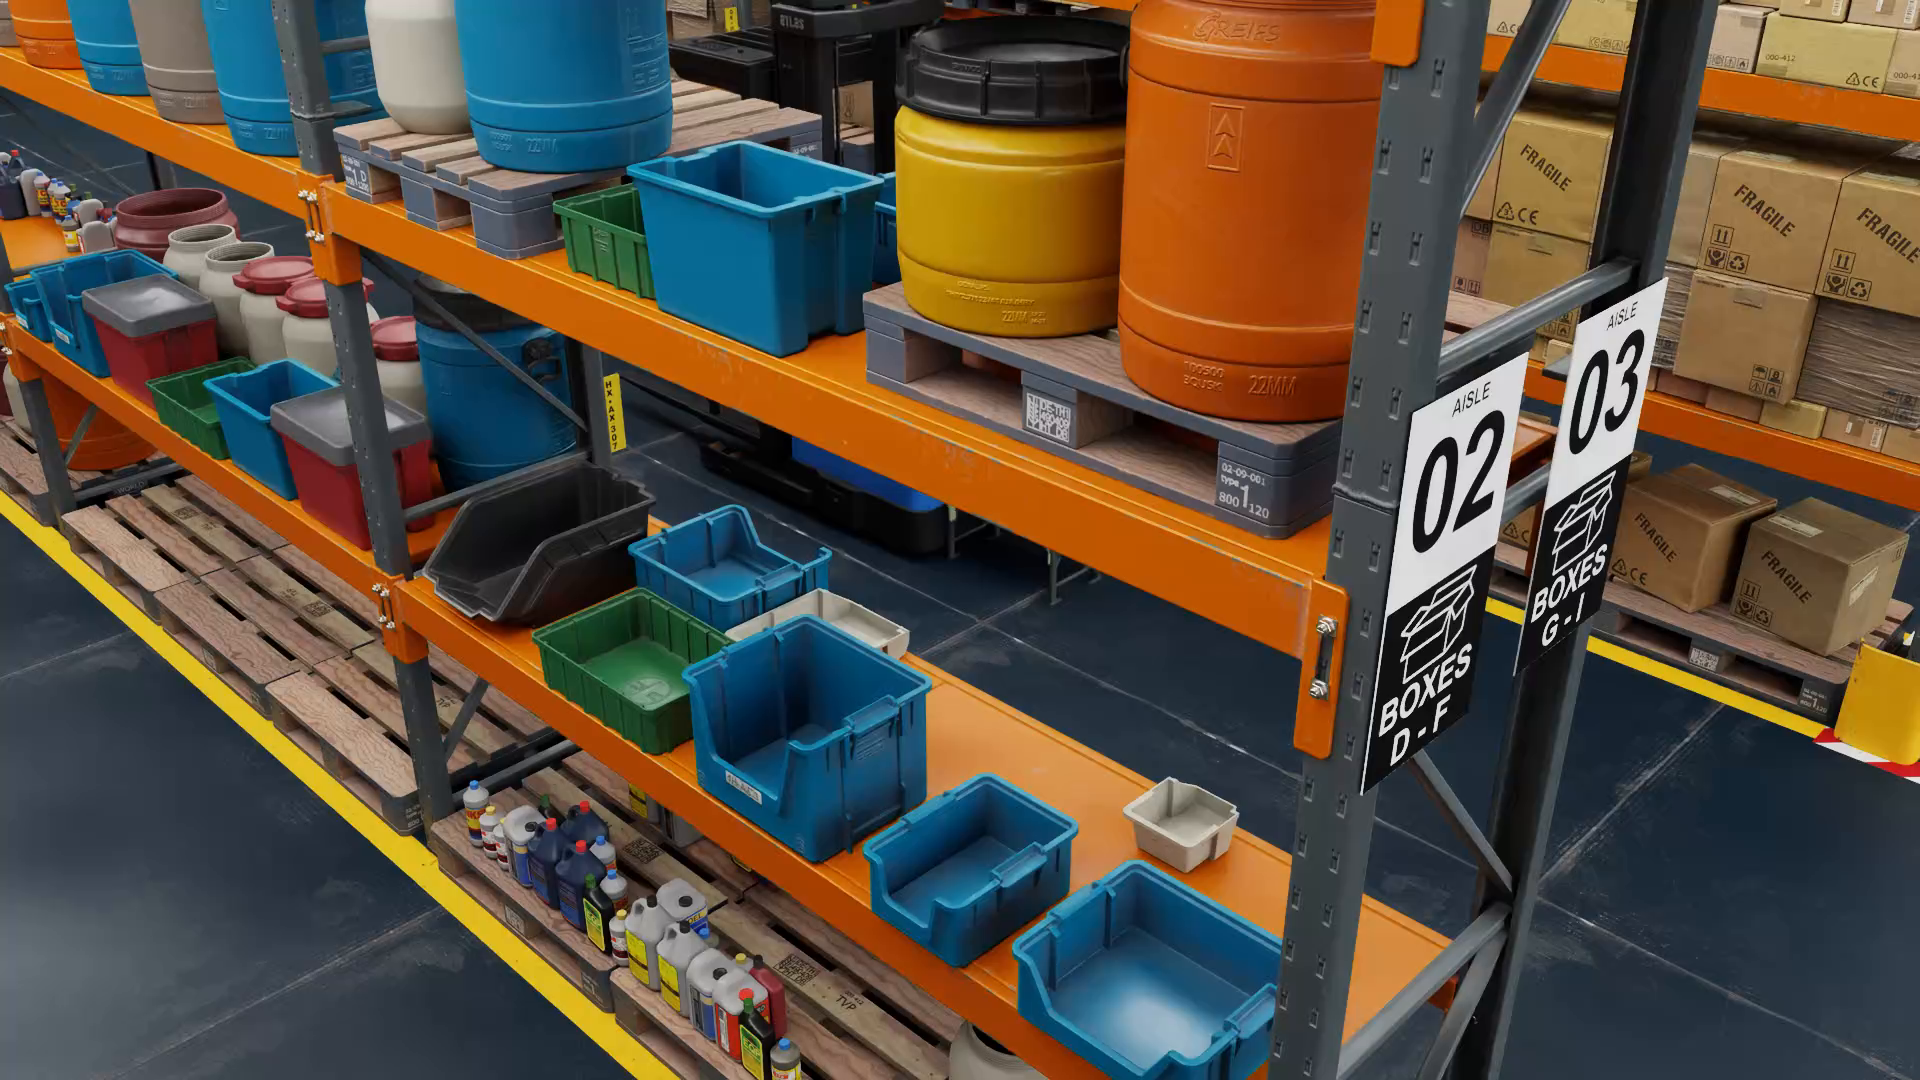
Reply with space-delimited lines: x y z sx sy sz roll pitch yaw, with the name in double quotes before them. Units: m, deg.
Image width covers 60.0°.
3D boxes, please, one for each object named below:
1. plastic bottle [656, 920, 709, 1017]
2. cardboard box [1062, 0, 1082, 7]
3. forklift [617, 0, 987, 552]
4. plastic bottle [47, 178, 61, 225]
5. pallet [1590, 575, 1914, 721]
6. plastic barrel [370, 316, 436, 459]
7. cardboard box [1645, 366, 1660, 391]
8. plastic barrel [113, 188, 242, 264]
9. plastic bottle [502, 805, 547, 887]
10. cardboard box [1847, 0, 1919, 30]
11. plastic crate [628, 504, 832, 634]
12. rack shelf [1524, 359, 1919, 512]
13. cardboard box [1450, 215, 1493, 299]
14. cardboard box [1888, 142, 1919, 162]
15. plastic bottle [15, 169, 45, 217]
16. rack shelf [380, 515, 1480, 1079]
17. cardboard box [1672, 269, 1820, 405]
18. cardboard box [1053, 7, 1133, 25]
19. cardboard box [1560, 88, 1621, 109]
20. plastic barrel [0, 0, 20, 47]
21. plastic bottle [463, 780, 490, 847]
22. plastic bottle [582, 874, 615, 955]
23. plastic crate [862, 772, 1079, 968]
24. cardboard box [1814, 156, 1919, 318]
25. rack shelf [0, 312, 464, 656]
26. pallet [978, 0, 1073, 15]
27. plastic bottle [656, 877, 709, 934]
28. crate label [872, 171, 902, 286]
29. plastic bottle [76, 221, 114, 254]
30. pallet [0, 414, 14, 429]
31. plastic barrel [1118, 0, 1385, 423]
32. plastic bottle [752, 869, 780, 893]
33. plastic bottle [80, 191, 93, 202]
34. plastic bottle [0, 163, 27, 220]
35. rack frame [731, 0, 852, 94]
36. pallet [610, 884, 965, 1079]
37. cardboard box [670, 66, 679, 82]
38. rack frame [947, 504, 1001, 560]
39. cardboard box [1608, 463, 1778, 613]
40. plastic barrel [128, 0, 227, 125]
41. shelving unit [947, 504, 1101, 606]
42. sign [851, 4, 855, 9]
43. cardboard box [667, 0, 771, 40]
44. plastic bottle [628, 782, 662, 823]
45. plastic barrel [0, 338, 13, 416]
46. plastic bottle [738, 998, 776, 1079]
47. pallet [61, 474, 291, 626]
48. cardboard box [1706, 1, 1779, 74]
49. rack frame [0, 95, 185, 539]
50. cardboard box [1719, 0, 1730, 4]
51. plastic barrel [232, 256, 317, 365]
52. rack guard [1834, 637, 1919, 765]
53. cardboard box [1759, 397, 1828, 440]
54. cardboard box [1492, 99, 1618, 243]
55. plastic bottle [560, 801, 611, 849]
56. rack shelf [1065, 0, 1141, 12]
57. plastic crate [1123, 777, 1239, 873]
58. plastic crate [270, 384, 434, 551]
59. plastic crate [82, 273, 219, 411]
"plastic bottle" -0.940 1.434 5.673 0.144 0.351 0.185 -24 36 -37
"cardboard box" 1.166 -5.099 15.542 0.250 0.149 0.380 24 36 38
"forklift" -0.926 -1.812 9.547 3.031 2.935 1.130 24 36 38
"plastic bottle" -5.452 -2.051 10.066 0.097 0.271 0.097 0 28 0
"pallet" 3.921 0.388 8.285 1.213 0.211 1.003 25 36 38
"plastic barrel" -2.324 -0.651 7.119 0.433 0.535 0.433 0 28 0
"cardboard box" 3.279 -0.860 7.932 0.250 0.149 0.380 25 36 38
"plastic barrel" -4.104 -1.520 8.772 0.708 0.536 0.600 25 36 38
"plastic bottle" -1.626 1.151 6.292 0.152 0.276 0.135 -24 36 -37
"cardboard box" 3.737 -2.146 6.618 0.250 0.149 0.380 23 35 36
"plastic crate" -0.816 0.131 5.937 0.616 0.251 0.499 25 36 38
"rack shelf" 3.103 -0.878 8.471 4.000 0.370 1.077 25 36 38
"cardboard box" 2.714 -1.553 8.554 0.500 0.500 0.875 25 36 38
"cardboard box" 4.328 -1.433 7.250 0.500 0.500 0.500 25 36 38
"plastic bottle" -5.718 -2.157 10.262 0.135 0.276 0.152 25 36 38
"rack shelf" -0.369 0.765 5.345 4.000 0.370 1.077 25 36 38
"cardboard box" 3.716 -1.032 7.563 0.500 0.500 0.875 25 36 38
"cardboard box" 1.209 -2.607 9.888 1.000 1.000 1.000 25 37 39
"cardboard box" 3.259 -1.922 8.181 0.500 0.500 0.500 25 36 38
"plastic barrel" -4.214 -2.720 7.439 0.600 0.901 0.600 0 28 0
"plastic bottle" -1.875 1.057 6.476 0.097 0.271 0.097 0 28 0
"plastic bottle" -1.287 1.332 5.939 0.061 0.283 0.133 -23 36 -37
"plastic crate" 0.031 0.887 4.499 0.408 0.251 0.499 25 36 38
"cardboard box" 3.964 -1.260 6.922 0.500 0.500 0.500 25 36 38
"rack shelf" -3.221 -0.540 7.827 4.000 0.370 1.077 25 36 38
"pallet" 0.934 -5.315 16.341 1.213 0.211 1.003 25 36 38
"plastic bottle" -0.987 1.349 5.915 0.135 0.276 0.152 25 36 38
"crate label" -0.046 -0.883 4.643 0.408 0.251 0.502 25 36 38
"plastic bottle" -4.836 -1.654 9.306 0.135 0.276 0.152 25 36 38
"pallet" -6.105 -0.918 10.769 1.213 0.211 1.003 25 36 38
"plastic barrel" 0.622 -0.721 3.262 0.708 0.830 0.600 25 36 38
"plastic bottle" -0.728 1.174 6.240 0.133 0.283 0.061 25 36 38
"plastic bottle" -5.123 -1.918 9.799 0.133 0.283 0.061 25 36 38
"plastic bottle" -5.840 -2.149 10.167 0.185 0.351 0.144 25 36 38
"rack frame" -1.175 -3.155 12.026 0.127 3.000 1.000 25 36 38
"pallet" -0.471 1.660 5.867 1.213 0.211 1.003 25 36 38
"cardboard box" -2.052 -3.442 12.466 0.500 0.500 0.500 24 36 38
"rack frame" 0.080 -0.628 8.833 0.023 1.500 0.400 24 36 38
"cardboard box" 3.646 -0.017 8.294 0.500 0.500 0.500 -15 31 -27
"plastic barrel" -2.776 -2.063 6.188 0.600 0.901 0.600 0 28 0
"shelving unit" 0.342 -0.509 8.607 0.755 1.500 0.431 24 36 38
"sign" -0.801 -3.815 12.124 0.005 0.325 0.100 25 36 38
"cardboard box" -1.685 -3.887 12.234 0.797 0.503 0.637 -24 36 -38
"plastic bottle" -1.235 0.934 6.624 0.185 0.351 0.144 25 36 38
"plastic barrel" -5.814 -1.152 10.358 0.708 0.588 0.600 25 36 38
"plastic bottle" -0.656 1.621 5.390 0.061 0.283 0.133 -24 36 -38
"pallet" -4.122 -0.011 9.044 1.213 0.211 1.003 25 36 38
"cardboard box" 3.290 -2.211 7.169 0.500 0.250 0.500 -24 36 -38
"rack frame" -4.647 -1.511 8.900 0.127 3.000 1.000 25 36 38
"cardboard box" 3.190 -2.396 7.093 0.250 0.149 0.380 22 35 36
"plastic barrel" -3.155 -1.031 7.843 0.433 0.535 0.433 0 28 0
"rack guard" 4.475 0.537 7.691 0.348 0.500 1.175 25 36 38
"cardboard box" 3.789 -0.604 7.445 0.250 0.149 0.380 25 36 38
"cardboard box" 2.898 -1.751 7.856 0.500 0.500 0.500 25 36 38
"plastic bottle" -1.409 1.125 6.261 0.185 0.351 0.144 25 36 38
"rack shelf" 0.251 -3.511 10.255 4.000 0.370 1.077 25 36 38
"plastic crate" 0.645 0.817 4.756 0.250 0.136 0.298 25 36 38
"plastic crate" -2.355 -0.291 6.511 0.583 0.464 0.402 25 36 38
"plastic crate" -3.710 -0.910 7.690 0.583 0.464 0.402 25 36 38
